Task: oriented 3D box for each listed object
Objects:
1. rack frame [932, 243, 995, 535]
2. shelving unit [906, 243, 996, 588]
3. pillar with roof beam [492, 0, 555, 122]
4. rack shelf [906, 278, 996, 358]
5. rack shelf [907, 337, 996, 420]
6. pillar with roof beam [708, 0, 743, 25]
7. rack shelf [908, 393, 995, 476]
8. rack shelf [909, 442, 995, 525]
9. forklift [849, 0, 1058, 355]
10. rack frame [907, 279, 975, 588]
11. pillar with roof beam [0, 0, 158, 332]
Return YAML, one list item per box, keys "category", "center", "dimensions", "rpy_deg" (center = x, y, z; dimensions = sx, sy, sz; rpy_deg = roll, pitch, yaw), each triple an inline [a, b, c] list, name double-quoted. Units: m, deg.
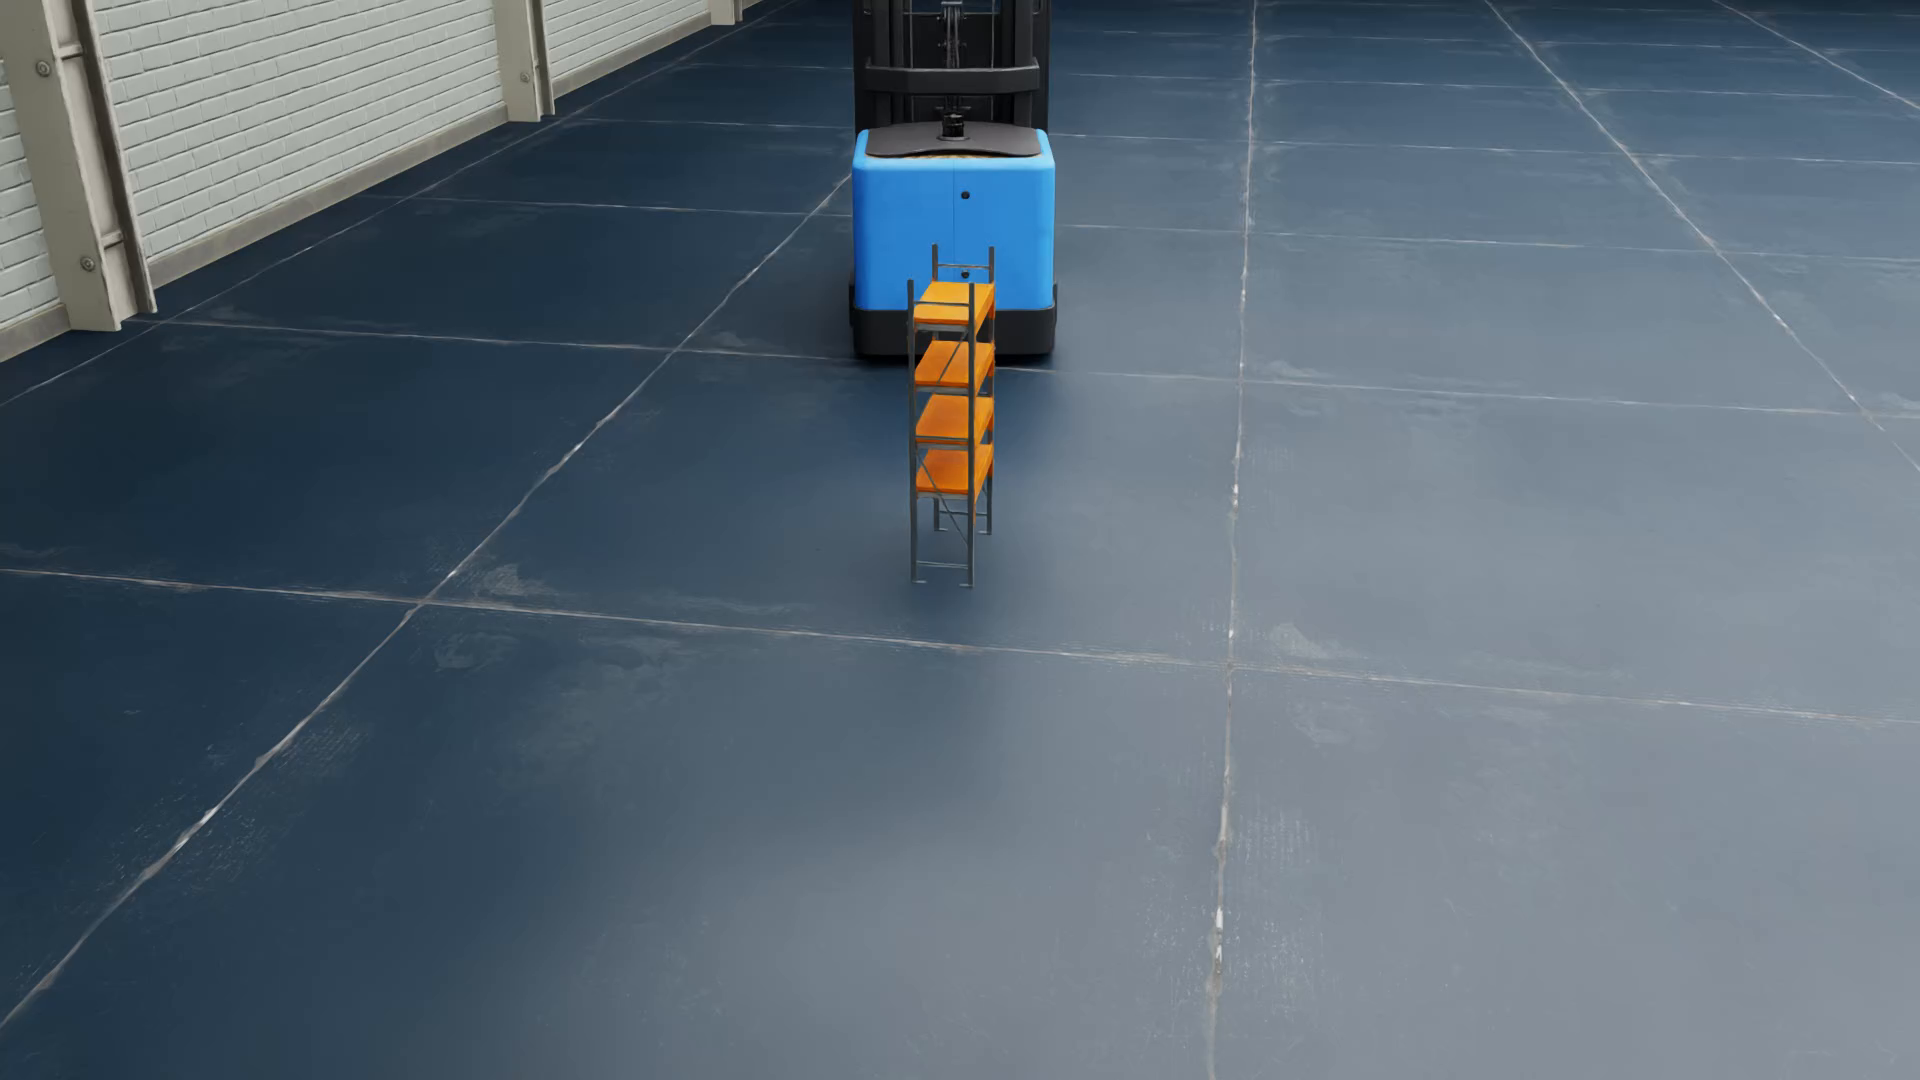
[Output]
- category: "rack frame"
  center: [0.013, -0.576, 6.566]
  dimensions: [0.240, 1.200, 0.015]
  rpy_deg: [4, 25, 9]
- category: "shelving unit"
  center: [-0.027, -0.474, 6.348]
  dimensions: [0.258, 1.200, 0.503]
  rpy_deg: [4, 25, 9]
- category: "pillar with roof beam"
  center: [0.430, -7.535, 12.233]
  dimensions: [9.100, 9.000, 0.400]
  rpy_deg: [4, 25, 9]
- category: "rack shelf"
  center: [-0.027, -0.830, 6.181]
  dimensions: [0.258, 0.148, 0.480]
  rpy_deg: [4, 25, 9]
- category: "rack shelf"
  center: [-0.027, -0.616, 6.281]
  dimensions: [0.258, 0.148, 0.480]
  rpy_deg: [4, 25, 9]
- category: "pillar with roof beam"
  center: [1.410, -10.045, 17.594]
  dimensions: [9.100, 9.000, 0.400]
  rpy_deg: [4, 25, 9]
- category: "rack shelf"
  center: [-0.027, -0.413, 6.376]
  dimensions: [0.258, 0.148, 0.480]
  rpy_deg: [4, 25, 9]
- category: "rack shelf"
  center: [-0.027, -0.233, 6.460]
  dimensions: [0.258, 0.148, 0.480]
  rpy_deg: [4, 25, 9]
- category: "forklift"
  center: [-0.051, -2.866, 9.416]
  dimensions: [1.130, 2.935, 3.031]
  rpy_deg: [0, 25, -1]
- category: "rack frame"
  center: [-0.067, -0.372, 6.130]
  dimensions: [0.240, 1.200, 0.015]
  rpy_deg: [4, 25, 9]
- category: "pillar with roof beam"
  center: [-0.551, -5.026, 6.872]
  dimensions: [9.100, 9.000, 0.400]
  rpy_deg: [4, 25, 9]
